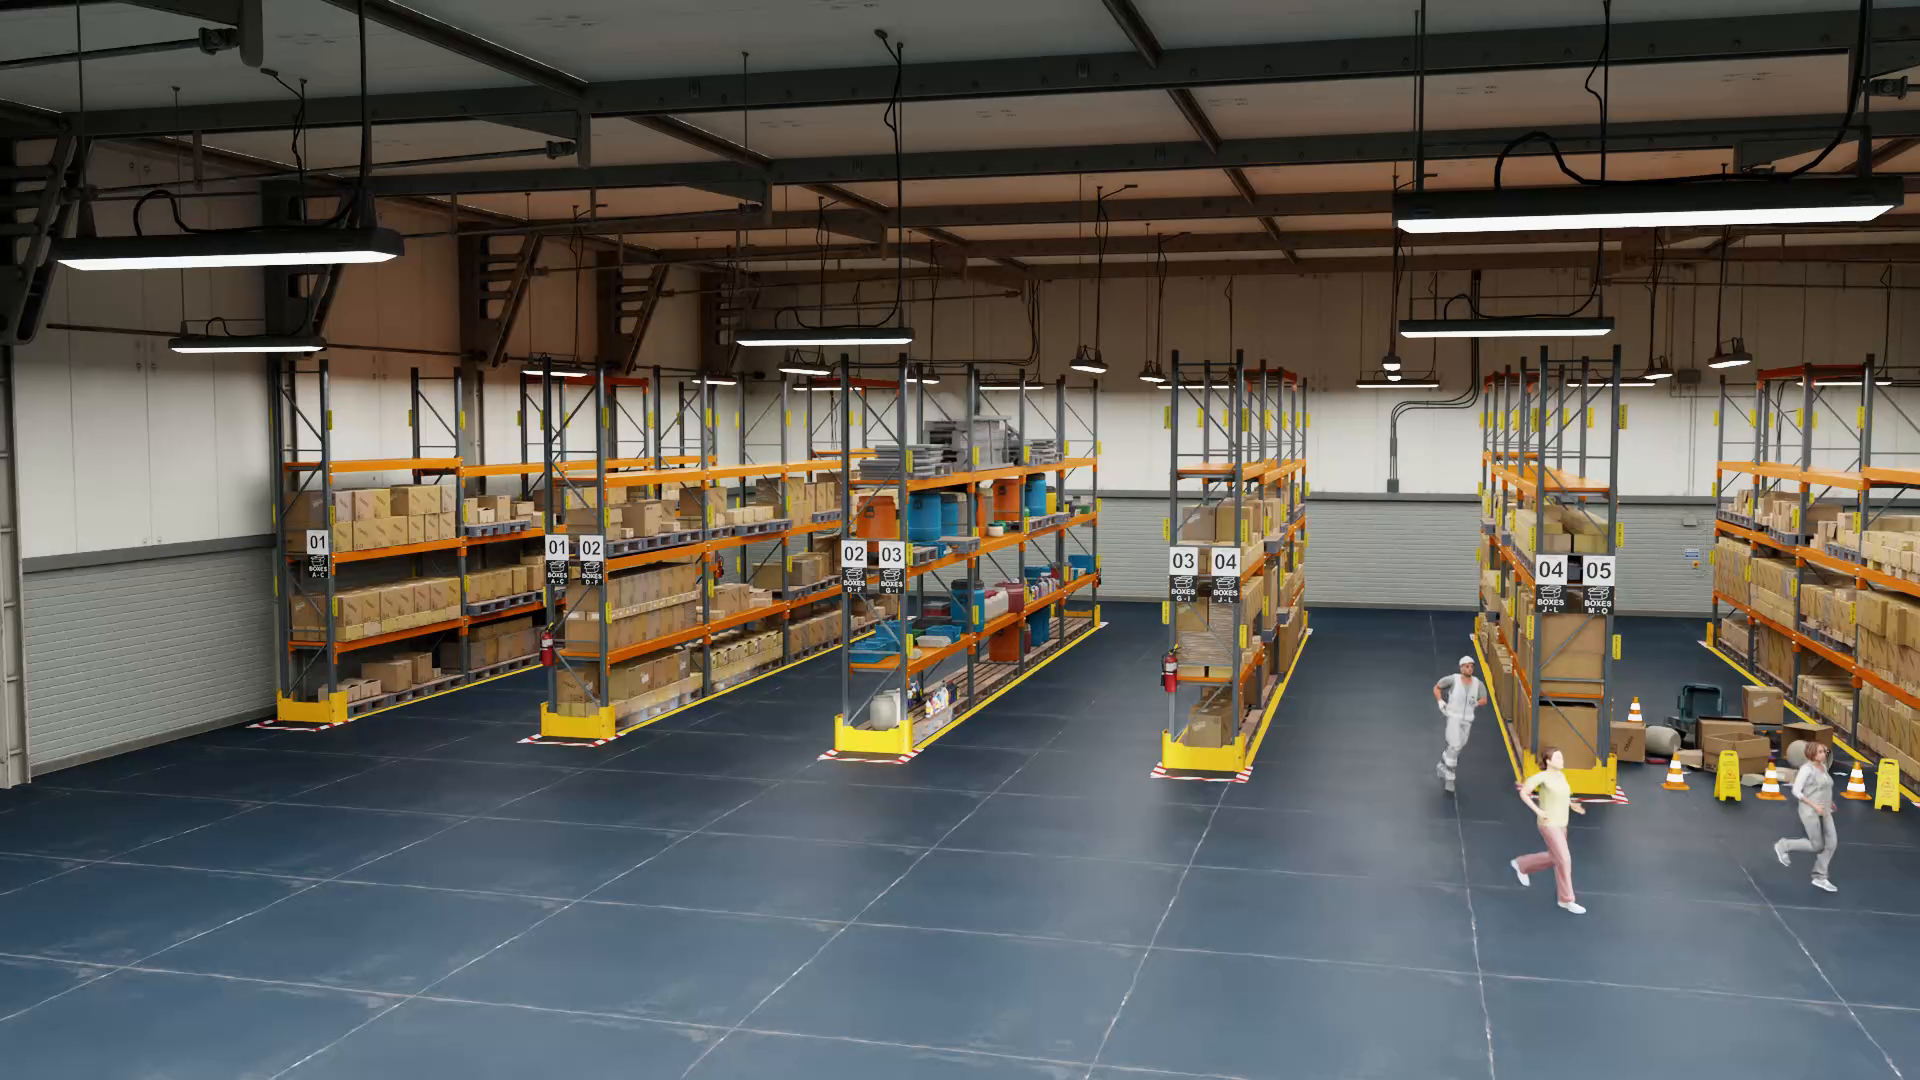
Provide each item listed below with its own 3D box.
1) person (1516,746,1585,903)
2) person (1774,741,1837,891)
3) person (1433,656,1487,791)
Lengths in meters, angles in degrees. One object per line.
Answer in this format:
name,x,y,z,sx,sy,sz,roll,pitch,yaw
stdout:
person,6.058,2.903,17.190,0.579,1.580,0.709,-3,5,-39
person,9.173,2.945,17.940,0.546,1.575,0.691,-2,5,-30
person,6.863,2.491,22.816,0.657,1.837,0.750,-1,4,-9
